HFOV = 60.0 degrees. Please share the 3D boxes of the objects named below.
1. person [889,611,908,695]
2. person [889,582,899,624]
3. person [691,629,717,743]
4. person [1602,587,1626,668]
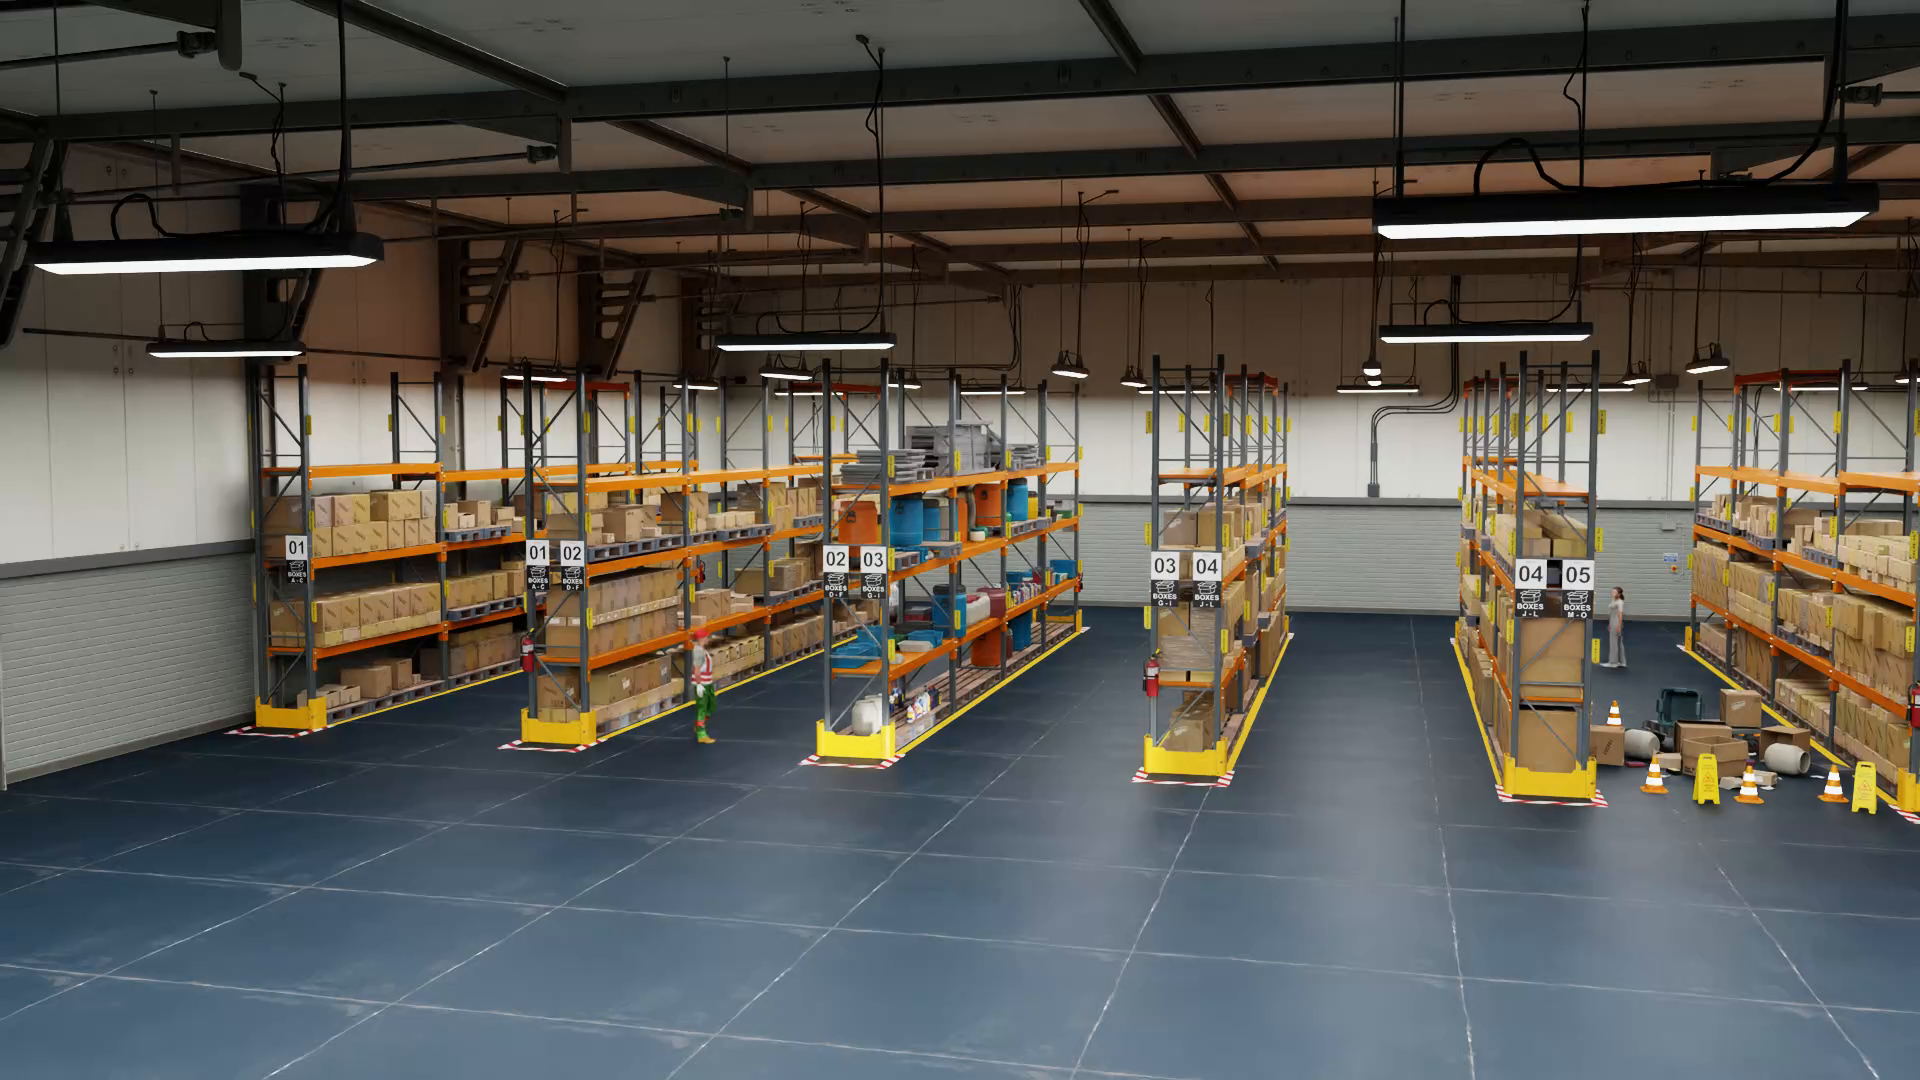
[{"bbox_3d":[-1.182,2.096,30.212,0.488,1.674,0.534,-1,4,-19],"label":"person"},{"bbox_3d":[-1.547,1.536,38.088,0.429,1.693,0.531,3,5,36],"label":"person"},{"bbox_3d":[-4.073,2.299,26.348,0.435,1.800,0.642,0,4,4],"label":"person"},{"bbox_3d":[13.585,1.798,34.458,0.452,1.670,0.471,2,4,28],"label":"person"}]
